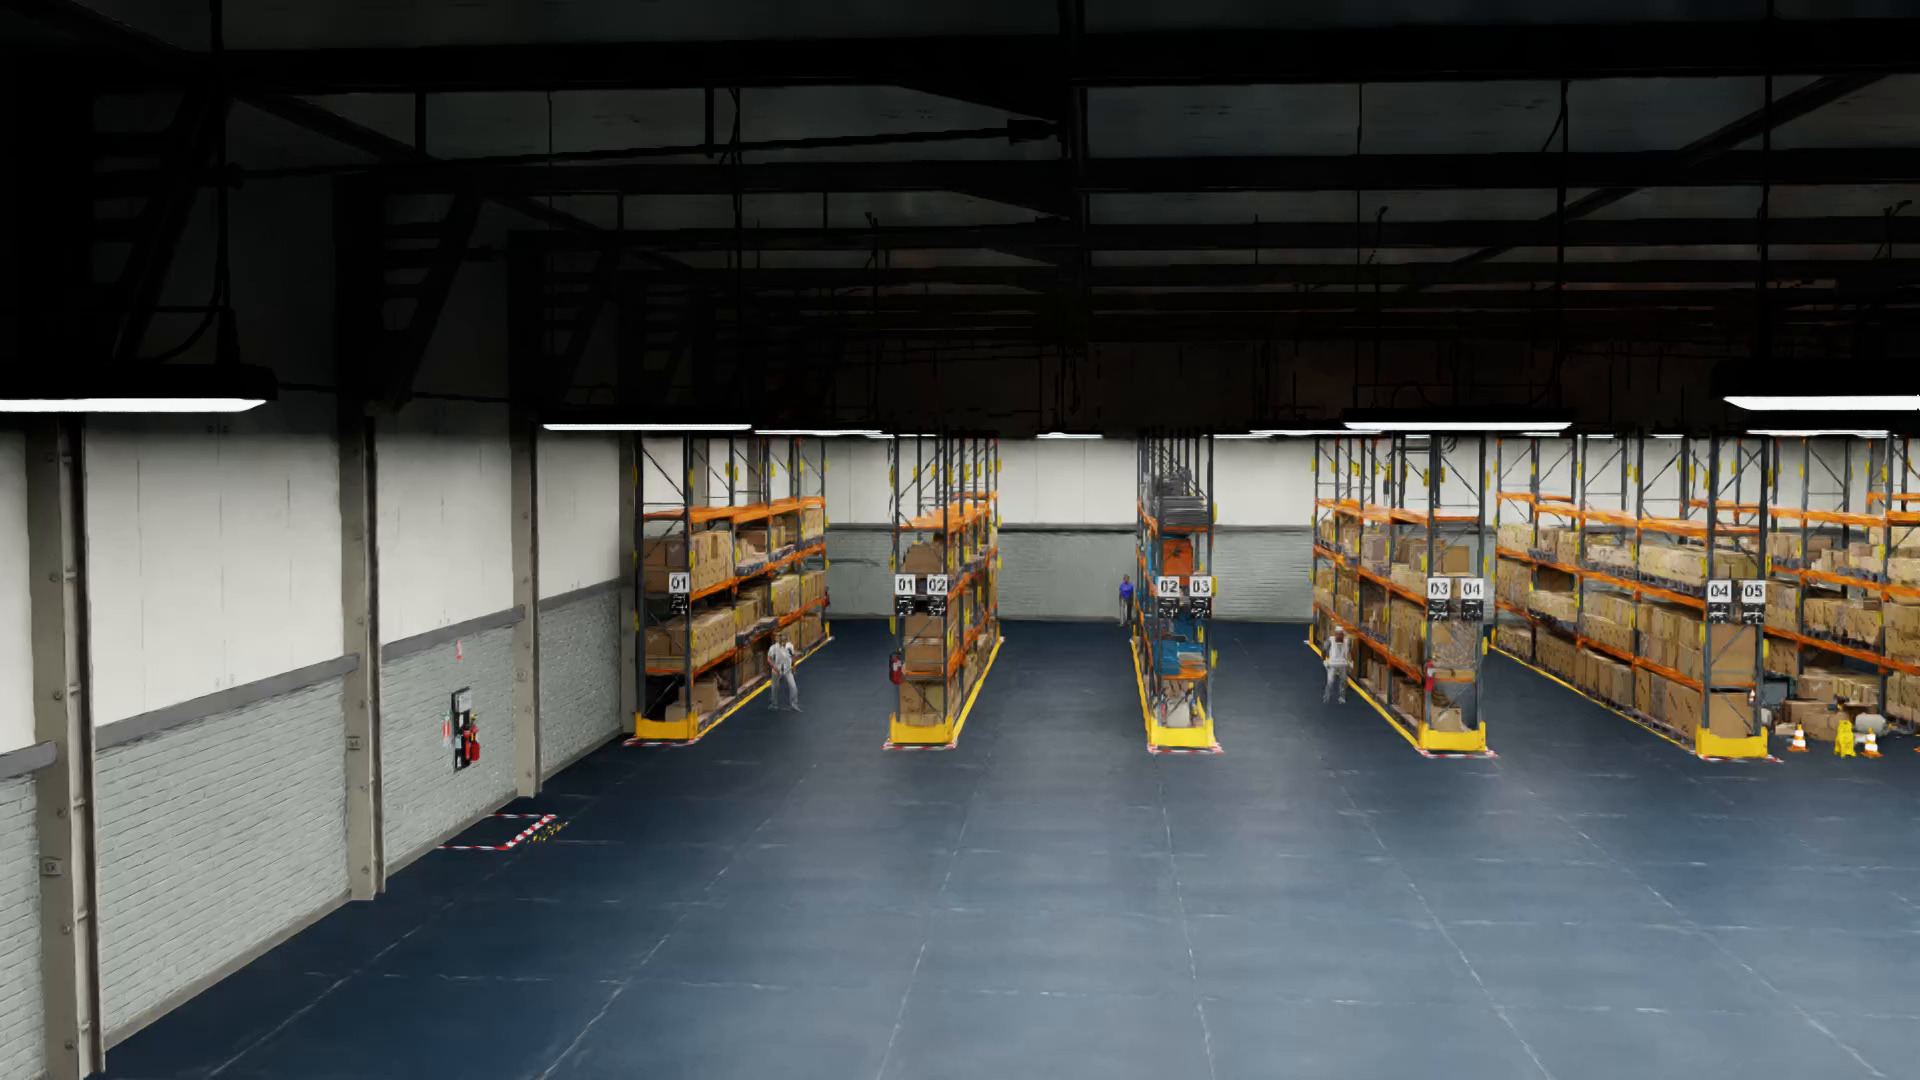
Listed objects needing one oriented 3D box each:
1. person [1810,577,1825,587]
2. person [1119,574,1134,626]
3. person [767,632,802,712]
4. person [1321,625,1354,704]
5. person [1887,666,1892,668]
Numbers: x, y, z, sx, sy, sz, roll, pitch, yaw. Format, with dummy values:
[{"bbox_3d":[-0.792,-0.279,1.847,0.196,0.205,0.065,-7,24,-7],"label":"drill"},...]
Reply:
[{"bbox_3d":[25.066,1.907,48.603,0.519,1.771,0.758,-2,4,-29],"label":"person"},{"bbox_3d":[5.139,1.837,51.280,0.449,1.572,1.093,0,3,7],"label":"person"},{"bbox_3d":[-3.732,2.761,35.074,0.707,1.697,0.817,-1,4,-14],"label":"person"},{"bbox_3d":[8.184,2.700,36.004,0.702,1.735,0.549,0,3,4],"label":"person"},{"bbox_3d":[23.359,2.430,41.325,0.538,1.587,0.540,1,4,21],"label":"person"}]
